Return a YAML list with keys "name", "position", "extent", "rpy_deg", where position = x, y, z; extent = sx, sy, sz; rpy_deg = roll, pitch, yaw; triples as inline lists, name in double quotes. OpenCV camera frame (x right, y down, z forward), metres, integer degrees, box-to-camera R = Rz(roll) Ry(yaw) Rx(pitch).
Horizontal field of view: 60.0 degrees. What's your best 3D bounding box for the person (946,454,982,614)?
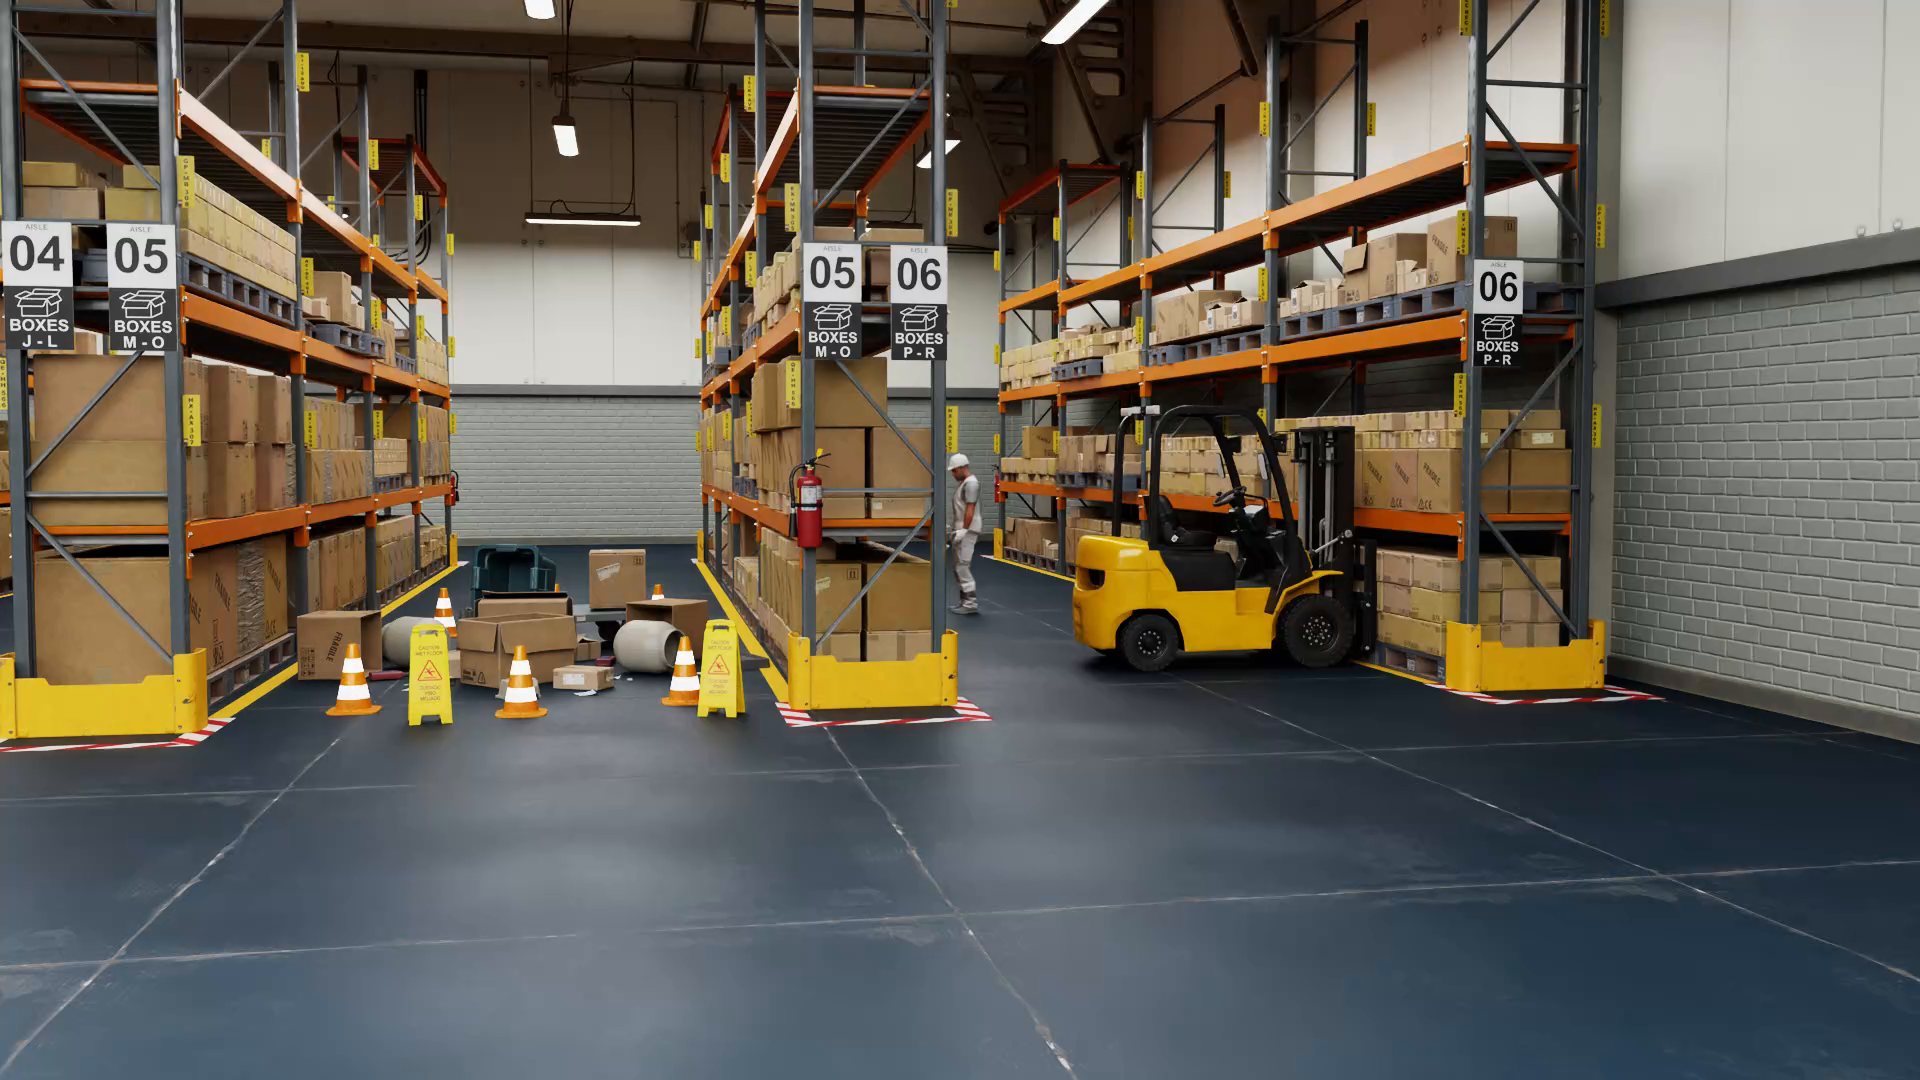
- name: "person"
  position: [0.036, -0.069, 18.408]
  extent: [0.400, 1.763, 0.534]
  rpy_deg: [-1, 3, -10]
